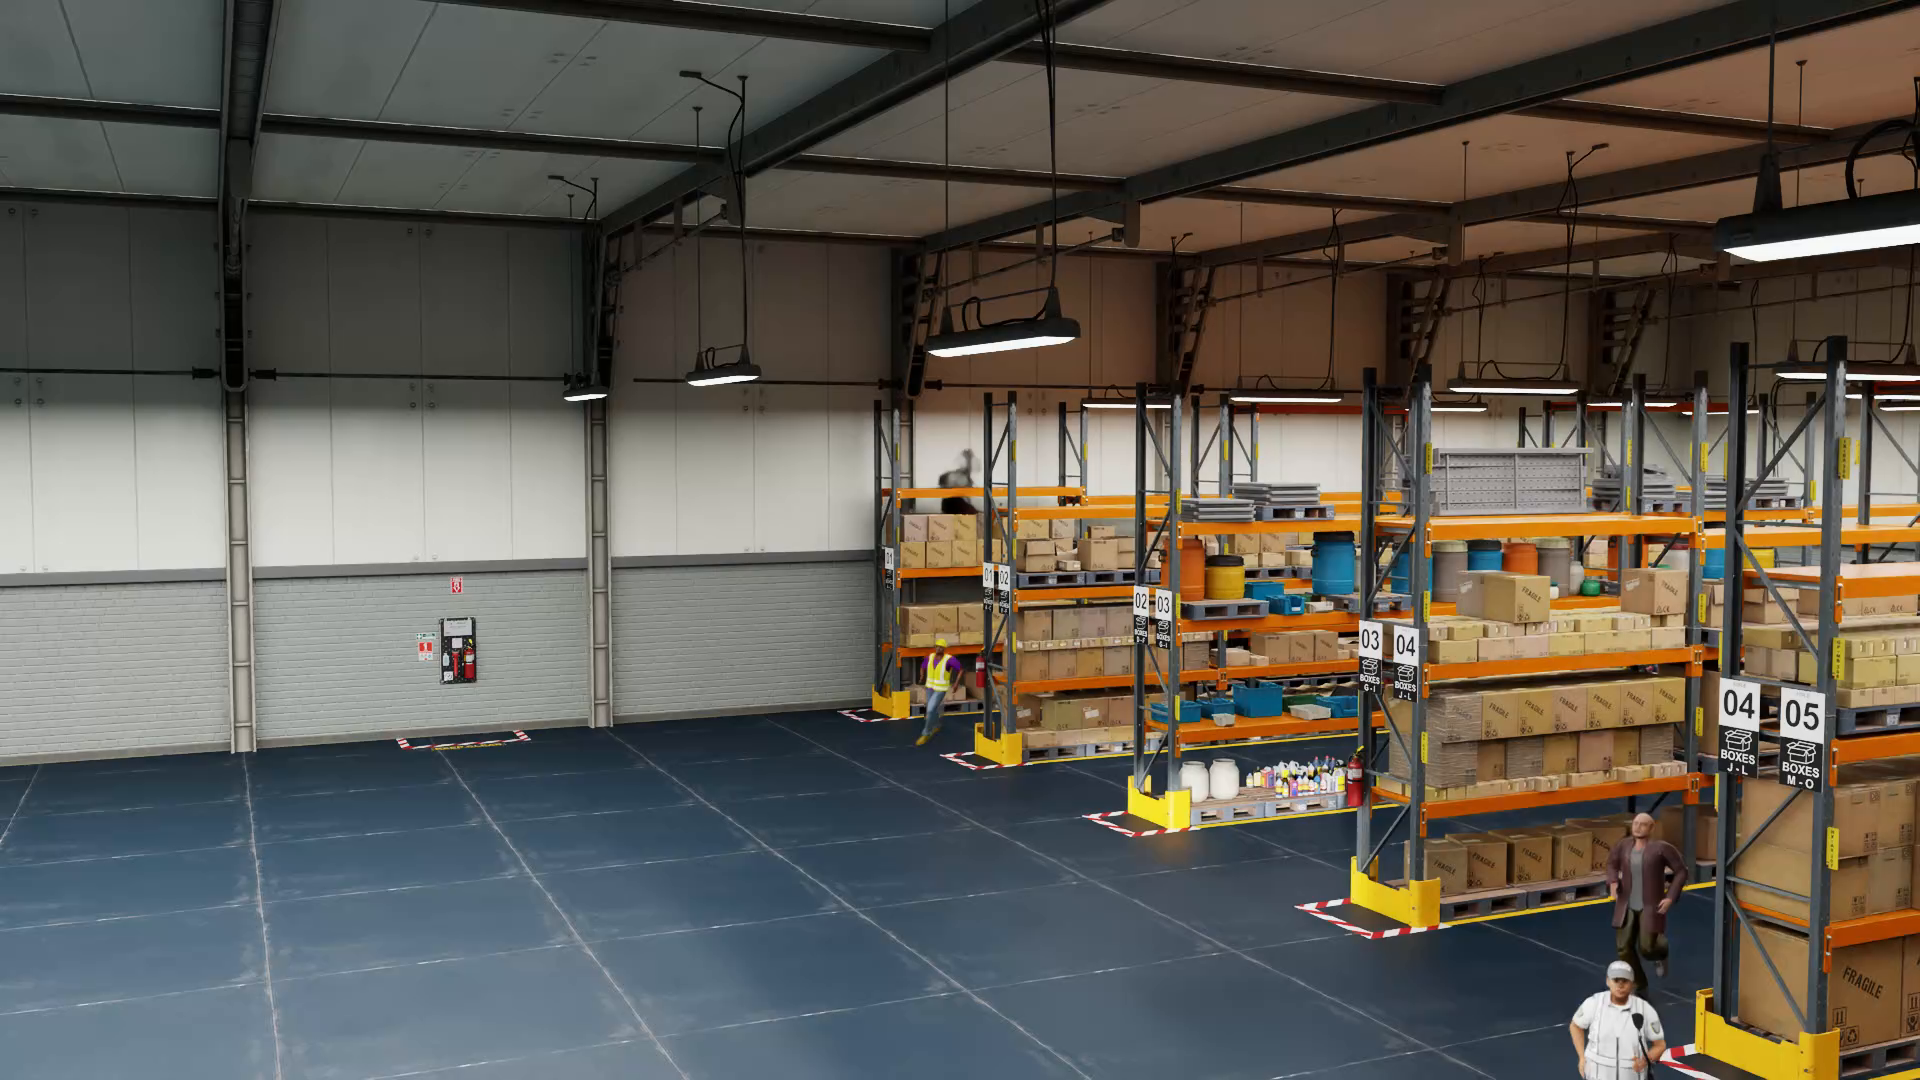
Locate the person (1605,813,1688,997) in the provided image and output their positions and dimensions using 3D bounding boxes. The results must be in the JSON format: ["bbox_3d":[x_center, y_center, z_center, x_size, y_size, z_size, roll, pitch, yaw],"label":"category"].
[{"bbox_3d":[6.375,3.404,15.524,0.751,1.735,0.634,3,4,42],"label":"person"}]

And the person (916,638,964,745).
[{"bbox_3d":[-0.394,2.559,28.268,0.758,1.787,0.819,2,4,35],"label":"person"}]

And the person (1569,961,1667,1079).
[{"bbox_3d":[4.494,3.683,11.380,0.620,1.631,0.793,1,4,20],"label":"person"}]
